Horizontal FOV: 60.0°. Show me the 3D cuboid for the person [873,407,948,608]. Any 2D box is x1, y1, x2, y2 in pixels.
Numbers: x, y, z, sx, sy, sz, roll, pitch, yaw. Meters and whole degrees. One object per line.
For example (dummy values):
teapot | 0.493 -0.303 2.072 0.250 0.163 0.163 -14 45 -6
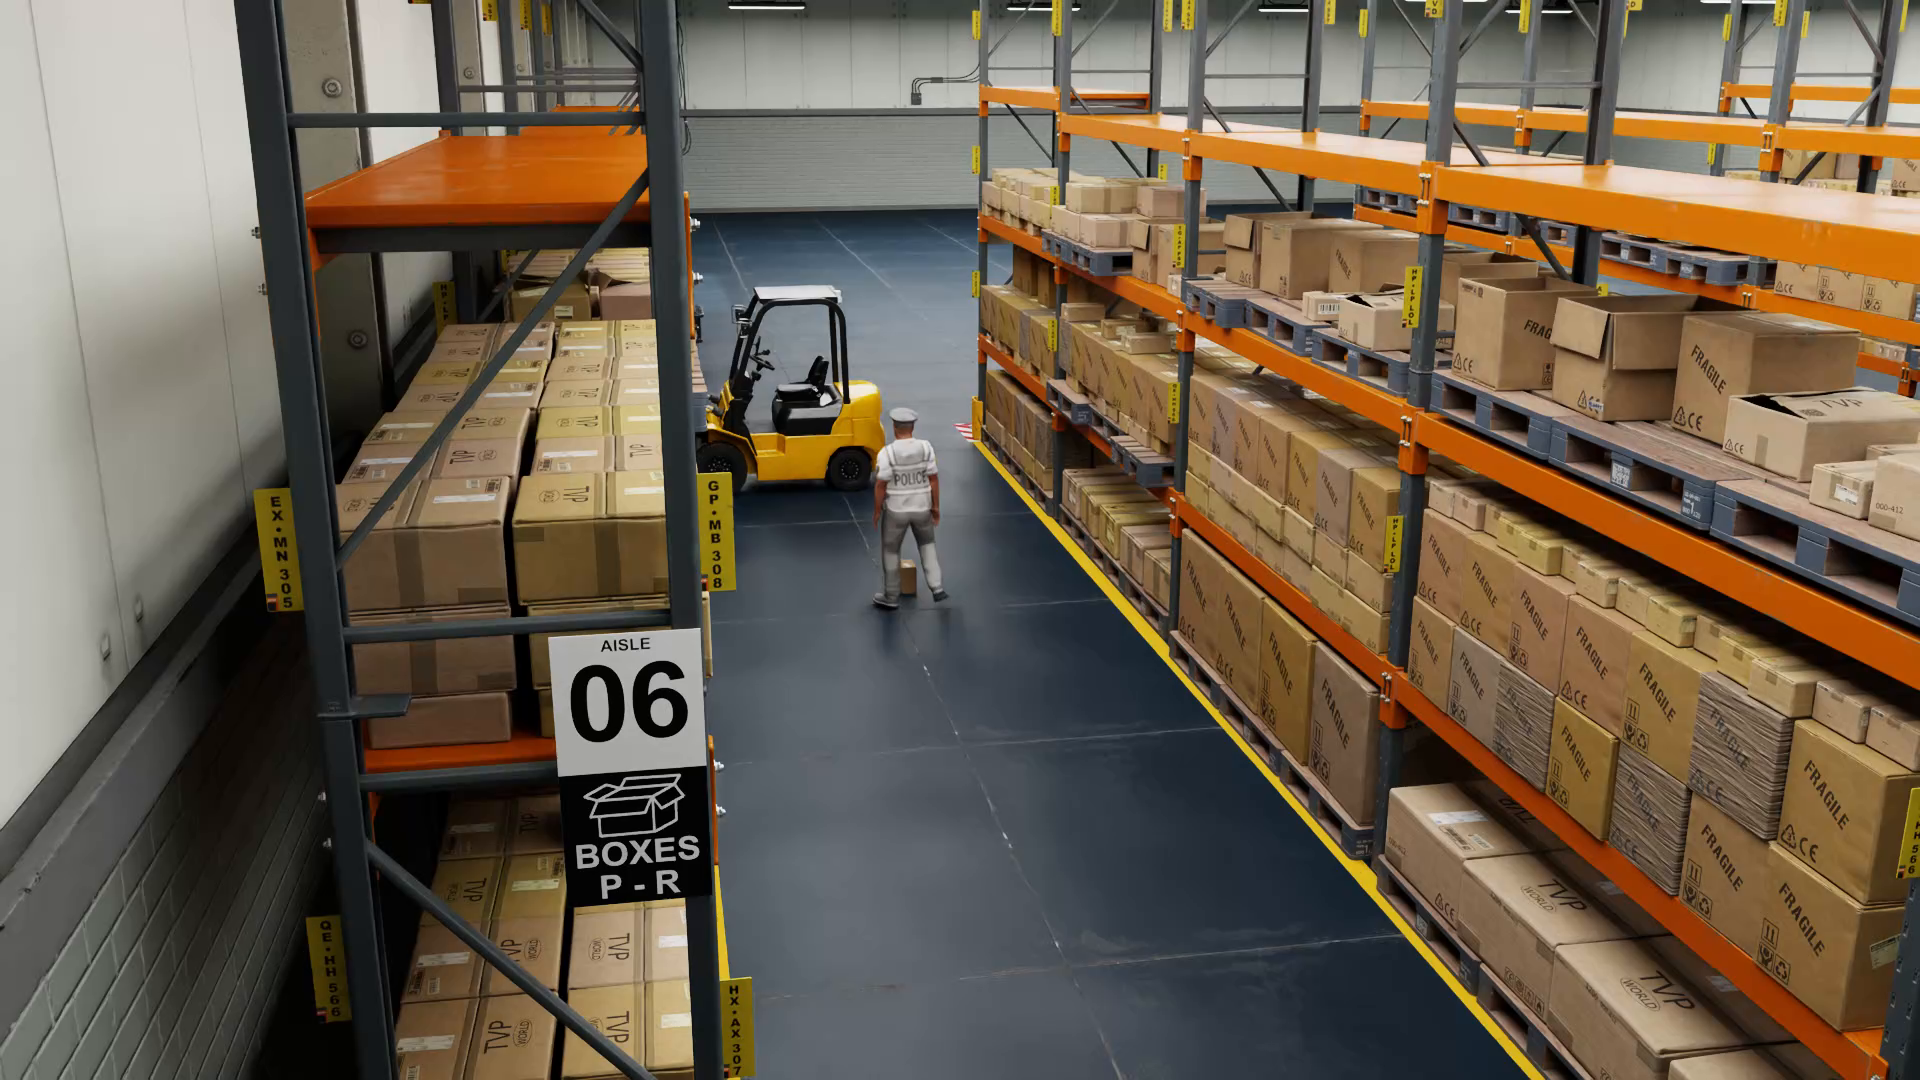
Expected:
person | -0.442 -0.268 14.353 0.638 1.761 0.585 -7 18 -22
